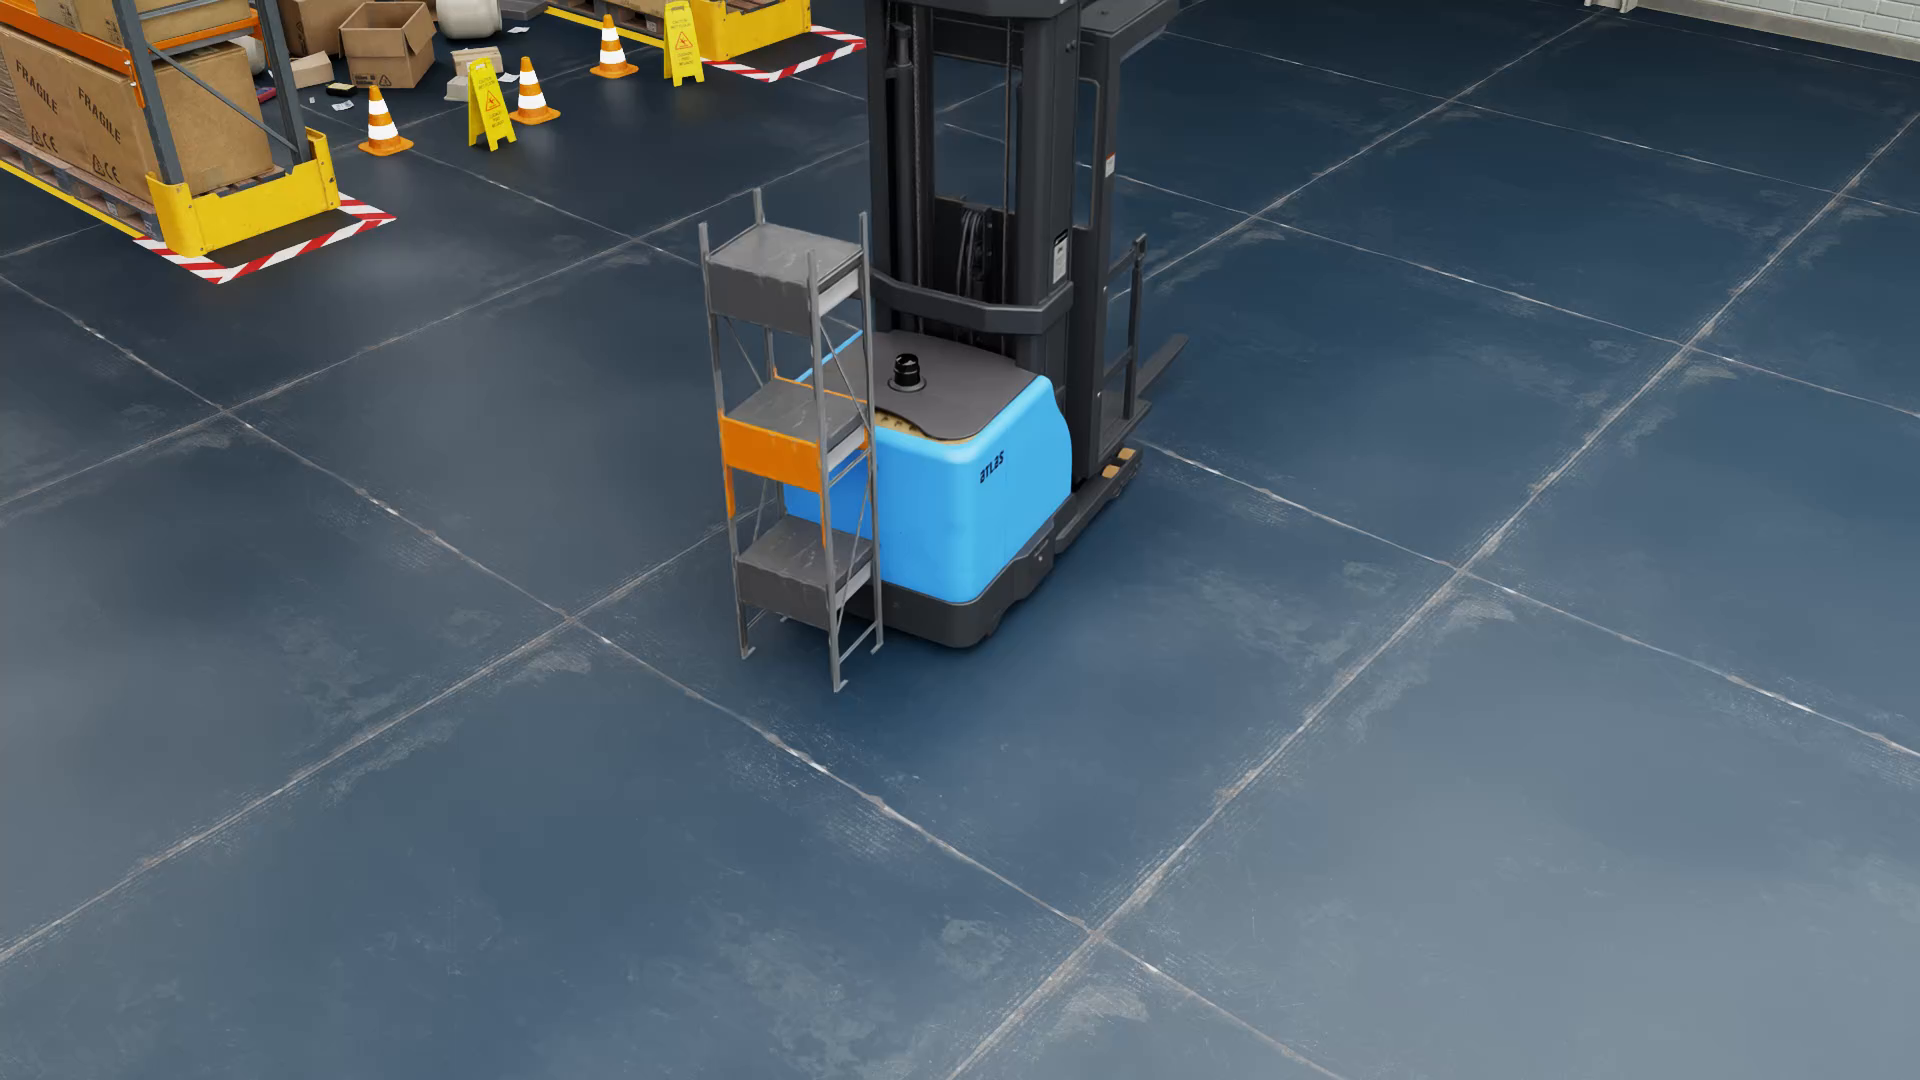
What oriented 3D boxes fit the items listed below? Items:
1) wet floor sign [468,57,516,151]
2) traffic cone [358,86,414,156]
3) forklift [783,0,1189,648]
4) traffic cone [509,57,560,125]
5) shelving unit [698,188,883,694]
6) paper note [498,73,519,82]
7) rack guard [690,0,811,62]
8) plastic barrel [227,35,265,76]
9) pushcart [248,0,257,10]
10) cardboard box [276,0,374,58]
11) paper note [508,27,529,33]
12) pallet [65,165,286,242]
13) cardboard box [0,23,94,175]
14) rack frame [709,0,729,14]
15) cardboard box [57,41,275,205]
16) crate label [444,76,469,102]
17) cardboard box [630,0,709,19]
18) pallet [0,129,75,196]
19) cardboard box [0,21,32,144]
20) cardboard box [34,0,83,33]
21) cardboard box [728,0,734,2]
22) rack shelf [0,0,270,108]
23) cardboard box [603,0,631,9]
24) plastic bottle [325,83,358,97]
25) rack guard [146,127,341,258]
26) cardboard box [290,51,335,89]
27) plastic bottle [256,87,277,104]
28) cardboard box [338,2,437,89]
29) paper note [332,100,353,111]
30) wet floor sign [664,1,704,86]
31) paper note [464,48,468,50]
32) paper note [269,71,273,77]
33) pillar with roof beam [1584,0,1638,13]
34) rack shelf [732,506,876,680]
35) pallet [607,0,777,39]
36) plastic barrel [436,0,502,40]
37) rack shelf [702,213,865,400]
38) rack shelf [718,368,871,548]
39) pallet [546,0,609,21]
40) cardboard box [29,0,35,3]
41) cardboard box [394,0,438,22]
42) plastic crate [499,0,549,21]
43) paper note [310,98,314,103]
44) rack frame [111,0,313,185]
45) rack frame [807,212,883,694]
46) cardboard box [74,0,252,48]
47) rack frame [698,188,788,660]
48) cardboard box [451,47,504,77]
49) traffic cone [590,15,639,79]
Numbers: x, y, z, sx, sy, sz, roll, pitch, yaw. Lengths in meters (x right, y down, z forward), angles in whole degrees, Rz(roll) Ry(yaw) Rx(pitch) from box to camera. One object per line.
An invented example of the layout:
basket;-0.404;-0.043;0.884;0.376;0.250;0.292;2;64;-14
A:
wet floor sign;-3.554;-3.286;12.465;0.232;0.644;0.267;18;38;24
traffic cone;-4.343;-3.170;12.457;0.334;0.463;0.336;25;42;32
forklift;0.302;-1.540;7.904;1.130;2.935;3.031;17;38;23
traffic cone;-3.359;-3.538;12.994;0.334;0.463;0.336;25;42;32
shelving unit;-0.668;-0.358;6.914;0.503;2.100;0.431;17;38;23
paper note;-3.754;-3.848;13.826;0.142;0.019;0.148;12;36;16
rack guard;-1.813;-4.593;14.496;0.348;0.500;1.175;25;42;32
plastic barrel;-6.064;-4.049;13.772;0.512;0.421;0.421;-6;35;-8
pushcart;-6.249;-4.953;15.130;0.936;0.377;1.648;12;36;16
cardboard box;-5.448;-4.492;14.227;0.503;0.637;0.797;25;42;32
paper note;-3.948;-4.570;14.878;0.148;0.019;0.142;12;36;16
pallet;-5.508;-2.512;11.721;1.213;0.211;1.003;25;42;32
cardboard box;-6.085;-3.237;11.820;0.875;0.875;0.875;25;41;31
rack frame;-1.754;-5.596;13.748;0.127;3.000;1.000;25;42;32
cardboard box;-5.407;-2.920;11.358;0.875;0.875;0.875;26;42;32
crate label;-4.003;-3.662;13.461;0.298;0.136;0.250;6;35;8
cardboard box;-2.566;-4.820;14.676;0.500;0.250;0.500;25;42;32
pallet;-6.442;-2.954;12.364;1.213;0.211;1.003;25;42;32
cardboard box;-6.784;-3.568;12.302;0.875;0.875;0.875;26;42;32
cardboard box;-5.594;-3.772;10.960;0.550;0.550;0.875;25;42;32
cardboard box;-2.197;-5.048;15.009;0.500;0.250;0.500;25;42;31
rack shelf;-6.381;-3.833;11.818;4.000;0.370;1.077;25;42;32
cardboard box;-2.941;-5.002;14.942;0.500;0.250;0.500;25;42;32
plastic bottle;-5.062;-3.668;13.538;0.283;0.061;0.133;12;36;16
rack guard;-4.825;-2.366;11.254;0.348;0.500;1.175;25;42;32
cardboard box;-5.418;-3.906;13.703;0.396;0.266;0.258;-26;42;-32
plastic bottle;-5.623;-3.610;13.453;0.133;0.061;0.283;12;36;16
cardboard box;-4.724;-4.101;13.778;0.637;0.503;0.797;0;34;0
paper note;-4.930;-3.472;13.281;0.144;0.017;0.142;-18;38;-25
wet floor sign;-2.293;-4.091;13.637;0.267;0.644;0.232;-18;38;-25
paper note;-4.311;-4.216;14.373;0.148;0.019;0.142;-18;38;-25
paper note;-5.703;-3.931;13.955;0.172;0.023;0.155;-18;38;-25
pillar with roof beam;3.317;-6.828;10.243;0.400;9.000;9.100;25;42;32
rack shelf;-0.666;0.227;7.322;0.480;0.518;0.431;17;38;23
pallet;-2.414;-4.783;15.029;1.213;0.211;1.003;25;42;32
plastic barrel;-4.310;-4.623;14.608;0.512;0.421;0.421;-6;35;-8
rack shelf;-0.671;-0.922;6.522;0.480;0.518;0.431;17;38;23
rack shelf;-0.668;-0.347;6.922;0.480;0.518;0.431;17;38;23
pallet;-3.348;-5.225;15.672;1.213;0.211;1.003;25;42;32
cardboard box;-5.944;-4.029;11.335;0.550;0.550;0.875;25;42;32
cardboard box;-4.875;-5.035;15.138;0.500;0.500;0.500;-6;35;-8
plastic crate;-4.146;-4.916;15.337;0.583;0.080;0.402;12;36;16
paper note;-5.222;-3.545;13.403;0.032;0.001;0.123;-12;36;-17
rack frame;-4.844;-3.405;10.559;0.127;3.000;1.000;25;42;32
rack frame;-0.454;-0.292;6.818;0.015;2.100;0.400;17;38;23
cardboard box;-5.158;-3.582;10.684;0.550;0.550;0.875;25;42;32
rack frame;-0.883;-0.424;7.010;0.015;2.100;0.400;17;38;23
cardboard box;-4.053;-4.016;13.967;0.380;0.149;0.250;-12;36;-17
traffic cone;-2.910;-4.144;13.876;0.334;0.463;0.336;25;42;32
